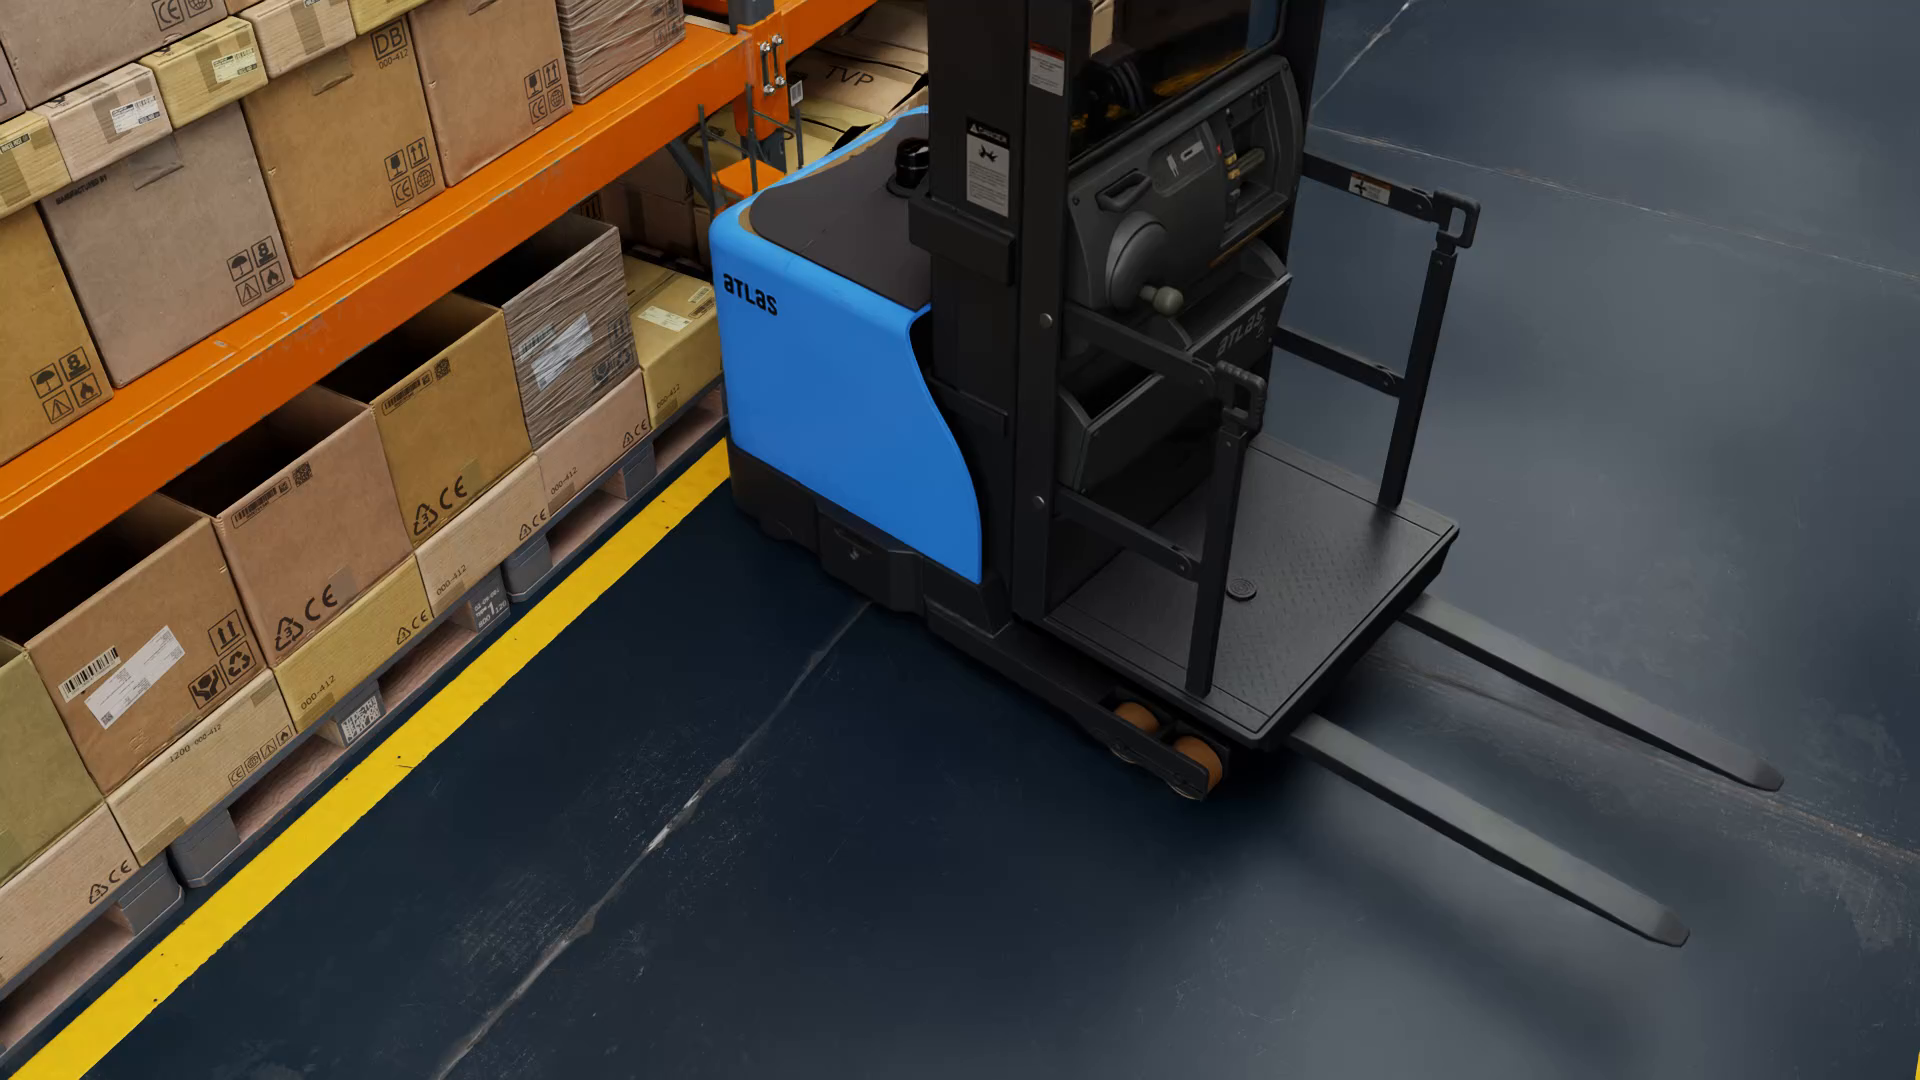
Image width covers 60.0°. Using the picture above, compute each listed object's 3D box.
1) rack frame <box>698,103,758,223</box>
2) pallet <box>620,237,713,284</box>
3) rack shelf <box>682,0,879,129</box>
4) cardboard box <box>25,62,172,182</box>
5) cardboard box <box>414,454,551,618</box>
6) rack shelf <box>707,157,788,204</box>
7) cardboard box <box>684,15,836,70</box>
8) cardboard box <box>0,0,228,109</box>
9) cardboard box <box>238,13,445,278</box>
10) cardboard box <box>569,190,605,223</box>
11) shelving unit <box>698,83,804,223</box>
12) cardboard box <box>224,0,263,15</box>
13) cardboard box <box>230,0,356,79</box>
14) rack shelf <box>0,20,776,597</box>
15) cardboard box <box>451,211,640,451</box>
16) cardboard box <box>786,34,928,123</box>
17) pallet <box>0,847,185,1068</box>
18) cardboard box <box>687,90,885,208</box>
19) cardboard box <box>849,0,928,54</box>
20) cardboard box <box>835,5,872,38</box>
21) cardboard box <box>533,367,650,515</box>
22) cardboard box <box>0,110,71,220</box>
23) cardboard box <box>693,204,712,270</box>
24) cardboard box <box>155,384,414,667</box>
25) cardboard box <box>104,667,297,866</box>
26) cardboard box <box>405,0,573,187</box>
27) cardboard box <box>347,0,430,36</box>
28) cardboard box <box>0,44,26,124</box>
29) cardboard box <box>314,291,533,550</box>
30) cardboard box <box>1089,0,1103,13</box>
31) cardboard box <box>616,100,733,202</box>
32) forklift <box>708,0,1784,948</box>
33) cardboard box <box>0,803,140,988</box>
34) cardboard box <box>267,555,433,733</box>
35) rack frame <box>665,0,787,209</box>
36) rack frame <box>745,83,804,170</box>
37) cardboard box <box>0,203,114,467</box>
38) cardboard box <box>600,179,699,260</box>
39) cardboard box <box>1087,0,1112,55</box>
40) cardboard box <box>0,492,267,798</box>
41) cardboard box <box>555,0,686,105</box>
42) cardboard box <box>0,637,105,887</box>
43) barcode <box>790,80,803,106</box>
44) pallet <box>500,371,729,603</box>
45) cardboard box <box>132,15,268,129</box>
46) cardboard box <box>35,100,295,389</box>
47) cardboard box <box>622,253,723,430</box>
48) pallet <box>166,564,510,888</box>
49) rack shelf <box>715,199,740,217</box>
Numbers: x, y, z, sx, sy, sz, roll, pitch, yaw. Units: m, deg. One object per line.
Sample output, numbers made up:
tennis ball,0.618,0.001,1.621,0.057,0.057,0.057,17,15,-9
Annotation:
rack frame,-0.683,-0.779,5.227,0.240,1.200,0.006,32,51,31
pallet,-0.693,-1.267,6.528,1.003,0.211,1.213,21,45,22
rack shelf,-0.027,-2.753,6.651,1.077,0.370,4.000,21,45,22
cardboard box,-1.876,-0.903,3.440,0.380,0.149,0.250,21,46,22
cardboard box,-1.566,-0.093,4.848,0.500,0.250,0.500,21,45,22
rack shelf,-0.620,-1.060,5.068,0.258,0.103,0.180,32,51,31
cardboard box,-0.818,-1.841,6.409,0.500,0.311,0.500,22,46,23
cardboard box,-1.997,-1.285,3.383,0.700,0.500,0.500,21,46,22
cardboard box,-1.757,-1.070,4.120,0.700,0.500,0.500,22,46,23
cardboard box,-1.531,-1.124,5.452,0.500,0.500,0.500,21,45,22
shelving unit,-0.620,-0.823,5.276,0.258,1.200,0.189,32,51,31
cardboard box,-1.747,-1.571,3.707,0.700,0.500,0.500,21,45,22
cardboard box,-1.615,-1.207,3.784,0.380,0.149,0.250,22,46,23
rack shelf,-2.028,-0.464,4.052,1.077,0.370,4.000,21,45,22
cardboard box,-1.331,-0.666,4.932,0.500,0.500,0.500,21,45,22
cardboard box,-0.350,-1.653,6.196,0.500,0.311,0.500,20,45,22
pallet,-2.683,1.005,3.949,1.003,0.211,1.213,21,45,22
cardboard box,-0.605,-1.369,5.873,0.500,0.311,0.500,21,46,22
cardboard box,-0.092,-1.950,6.533,0.500,0.311,0.500,19,45,21
cardboard box,-0.566,-2.126,6.733,0.500,0.311,0.500,21,45,22
cardboard box,-1.329,-0.384,5.179,0.500,0.250,0.500,21,45,22
cardboard box,-2.004,-0.762,3.279,0.380,0.149,0.250,20,45,22
cardboard box,-0.611,-1.153,6.052,0.500,0.250,0.500,20,45,21
cardboard box,-1.815,-0.088,4.275,0.500,0.500,0.500,21,45,22
cardboard box,-2.071,0.478,4.200,0.500,0.250,0.500,21,45,22
cardboard box,-1.502,-1.356,4.445,0.700,0.500,0.500,20,45,22
cardboard box,-1.489,-1.351,3.948,0.380,0.149,0.250,21,45,22
cardboard box,-2.248,-0.999,3.057,0.700,0.500,0.500,21,46,22
cardboard box,-1.577,-0.378,4.605,0.500,0.500,0.500,21,45,22
cardboard box,0.416,-2.535,7.197,0.500,0.311,0.500,21,45,22
cardboard box,-1.073,-1.541,6.069,0.500,0.311,0.500,21,45,22
forklift,0.726,-0.805,3.947,3.031,2.935,1.130,29,49,29
cardboard box,-2.321,0.764,3.876,0.500,0.250,0.500,21,45,22
cardboard box,-1.816,0.194,4.523,0.500,0.250,0.500,21,45,22
rack frame,-1.027,-1.879,5.113,1.000,3.000,0.127,21,45,22
rack frame,-0.557,-0.867,5.326,0.240,1.200,0.006,32,51,31
cardboard box,-2.272,-0.474,3.443,0.700,0.500,0.500,21,46,22
cardboard box,-1.071,-1.337,6.262,0.500,0.250,0.500,20,45,22
cardboard box,0.413,-2.328,7.387,0.500,0.250,0.500,22,46,23
cardboard box,-2.080,0.193,3.957,0.500,0.500,0.500,21,45,22
cardboard box,-1.244,-1.660,4.790,0.700,0.500,0.500,20,45,21
cardboard box,-2.320,0.483,3.627,0.500,0.500,0.500,21,45,22
barcode,-0.539,-1.474,5.486,0.001,0.075,0.075,21,45,22
pallet,-1.462,-0.391,5.534,1.003,0.211,1.213,21,45,22
cardboard box,-1.745,-1.054,3.611,0.380,0.149,0.250,22,46,23
cardboard box,-2.012,-0.777,3.787,0.700,0.500,0.500,22,46,23
cardboard box,-1.070,-0.667,5.500,0.500,0.250,0.500,21,45,22
pallet,-2.071,0.310,4.738,1.003,0.211,1.213,21,45,22
rack shelf,-0.620,-0.970,5.147,0.258,0.103,0.180,32,51,31
